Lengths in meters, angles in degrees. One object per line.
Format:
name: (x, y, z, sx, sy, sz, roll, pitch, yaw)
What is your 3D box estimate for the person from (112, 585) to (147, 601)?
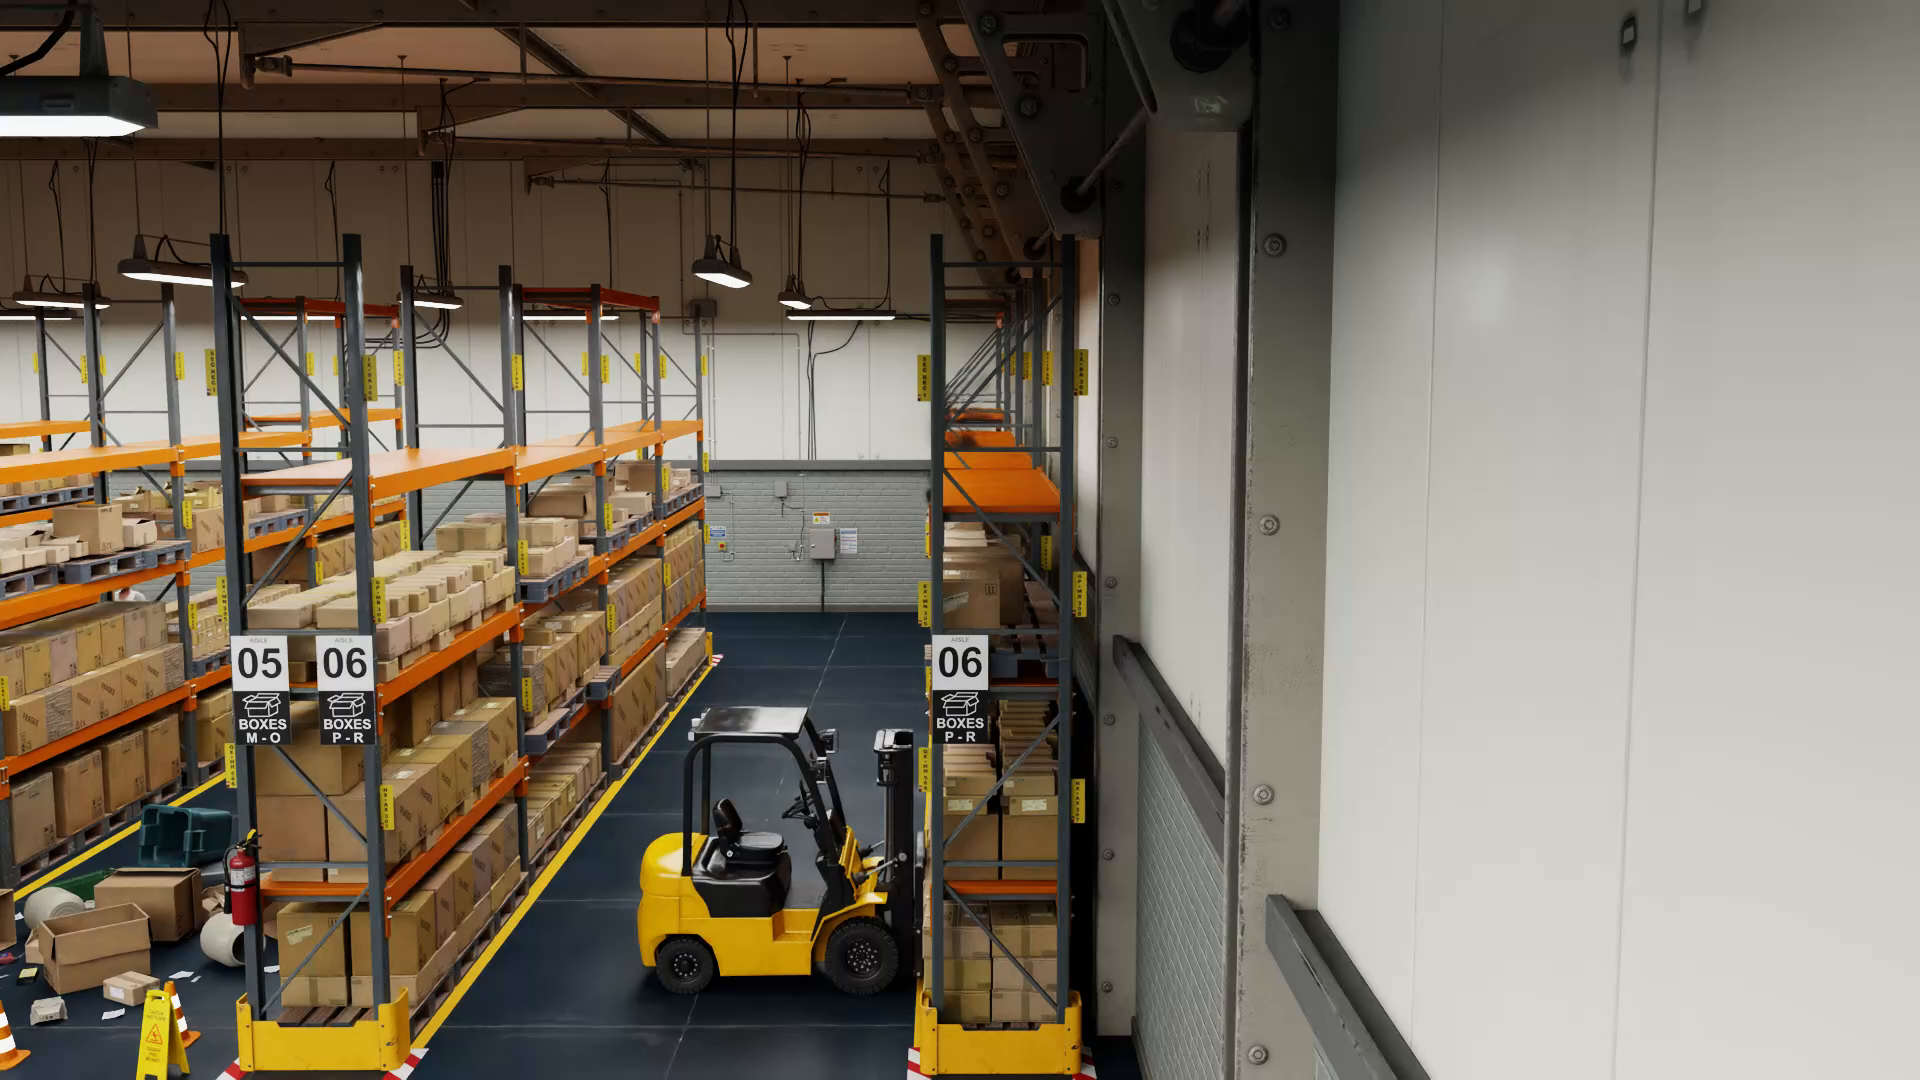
person: (-12.952, 1.408, 25.937, 0.672, 1.801, 1.001, 0, 6, -3)
